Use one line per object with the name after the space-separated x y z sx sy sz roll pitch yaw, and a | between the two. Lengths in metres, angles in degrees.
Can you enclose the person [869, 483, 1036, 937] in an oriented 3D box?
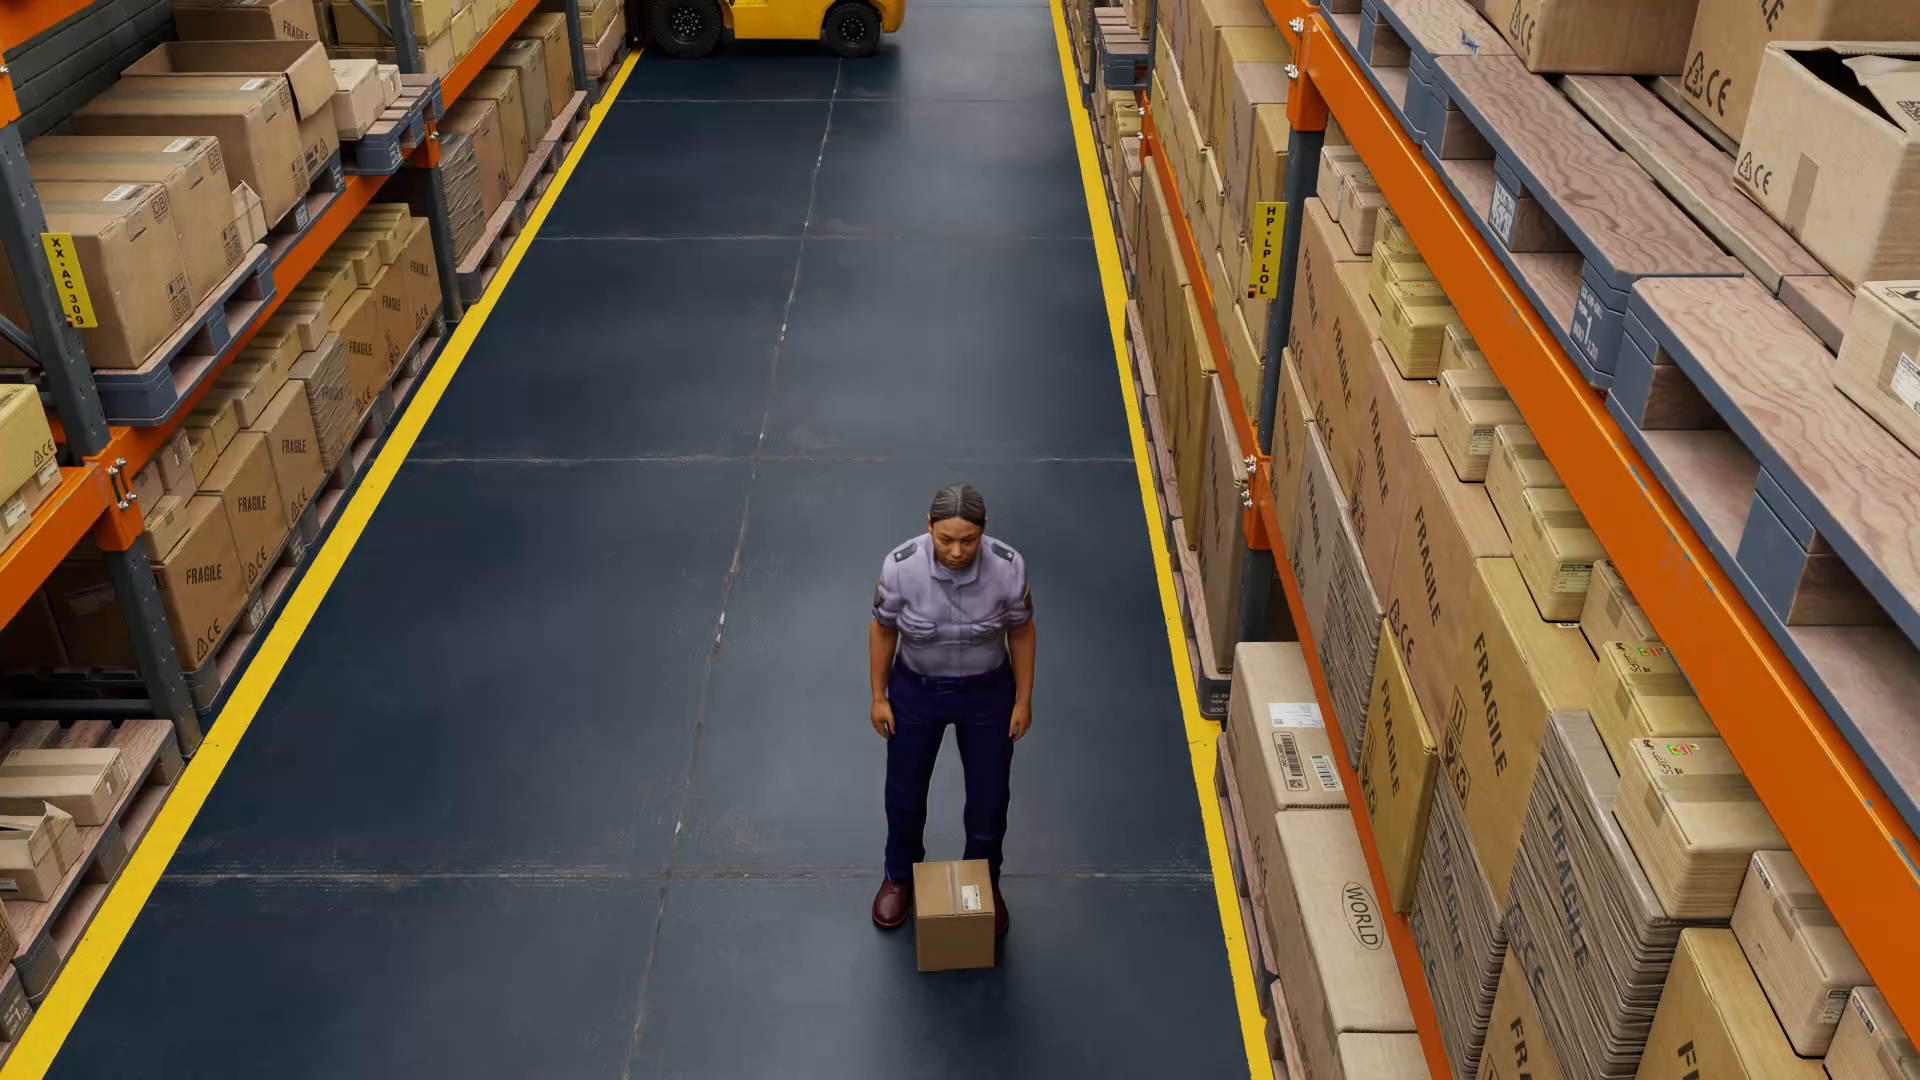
-0.031 0.532 5.296 0.537 1.637 0.415 0 32 0 | person
